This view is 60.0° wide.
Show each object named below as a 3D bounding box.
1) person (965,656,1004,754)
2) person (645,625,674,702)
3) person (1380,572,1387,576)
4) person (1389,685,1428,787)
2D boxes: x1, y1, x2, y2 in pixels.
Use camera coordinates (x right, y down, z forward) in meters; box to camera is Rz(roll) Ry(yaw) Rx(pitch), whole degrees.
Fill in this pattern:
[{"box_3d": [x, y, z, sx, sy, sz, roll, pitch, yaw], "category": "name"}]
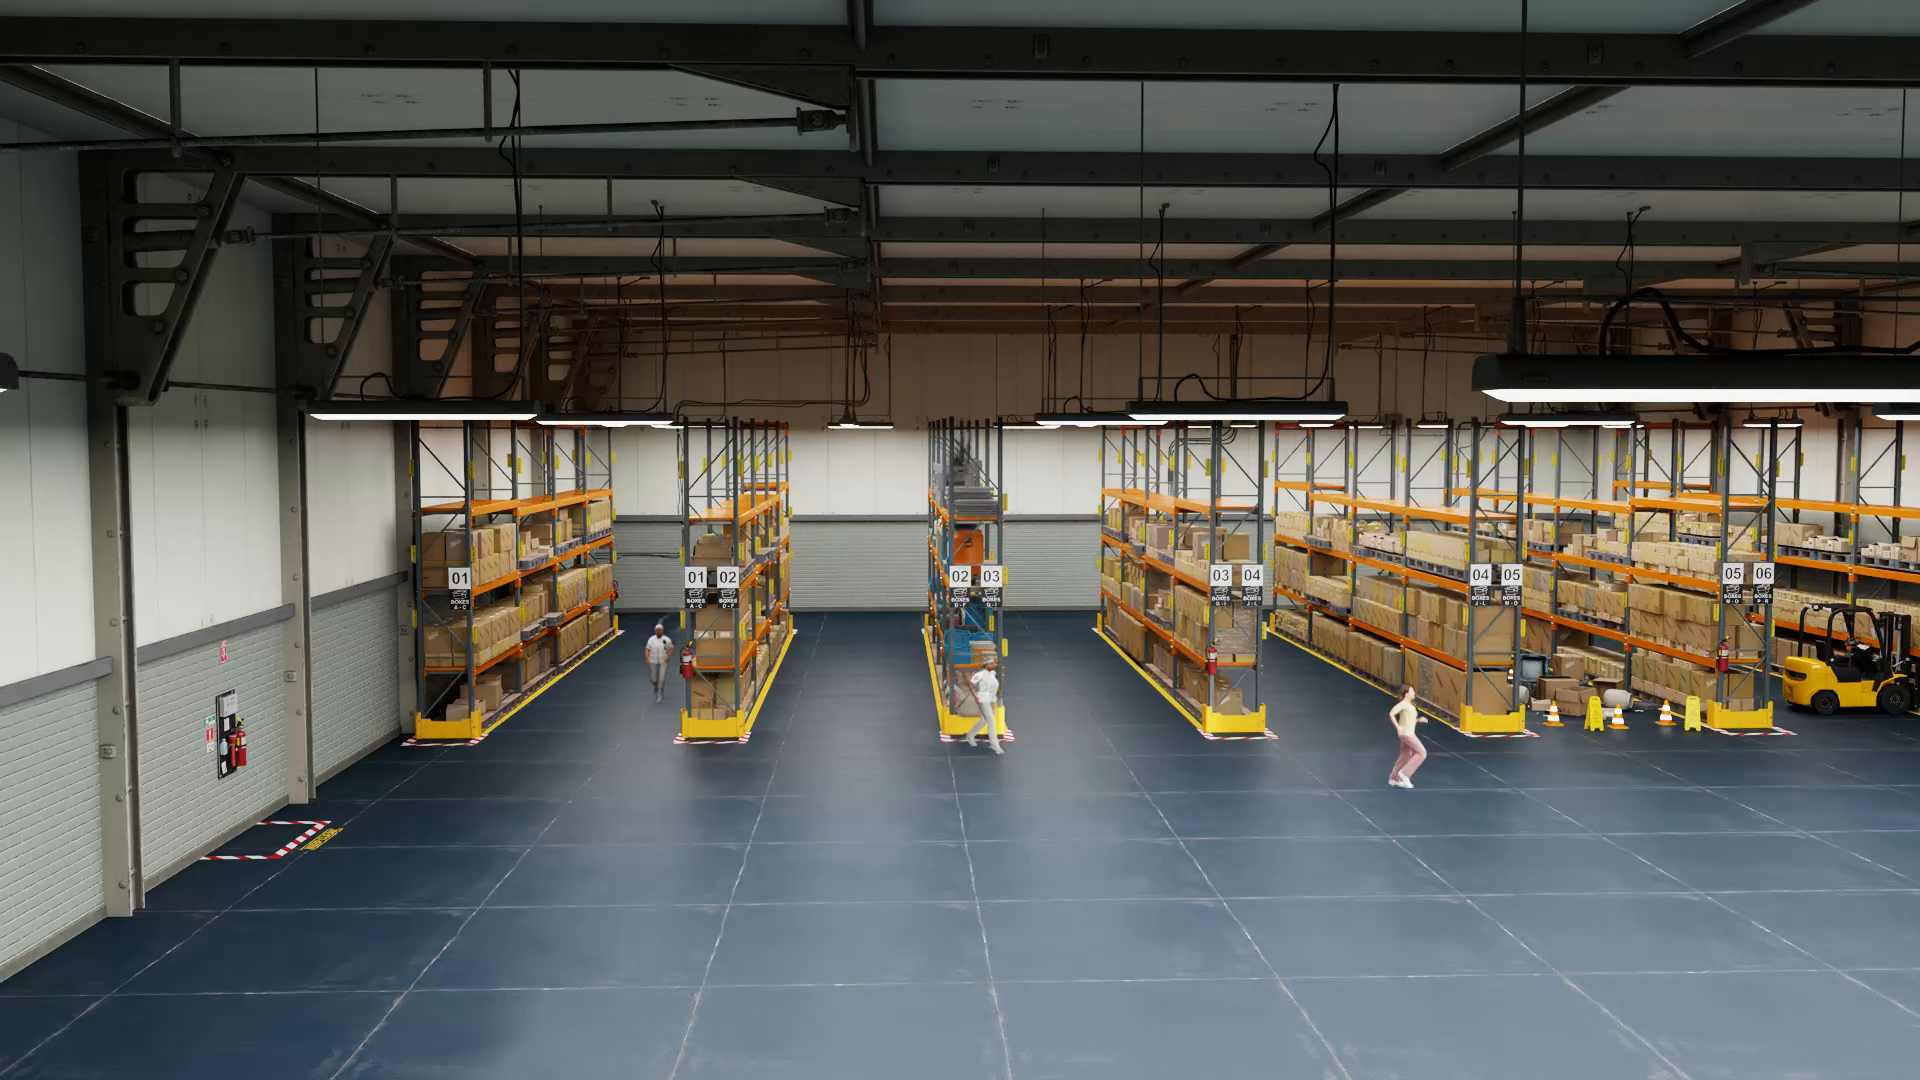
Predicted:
[{"box_3d": [0.476, 2.921, 29.828, 0.900, 1.714, 0.589, 2, 4, 33], "category": "person"}, {"box_3d": [-6.401, 2.613, 35.465, 0.615, 1.630, 0.587, 0, 4, -4], "category": "person"}, {"box_3d": [12.525, 1.736, 49.260, 0.600, 1.540, 0.565, 0, 4, 4], "category": "person"}, {"box_3d": [7.203, 3.139, 26.696, 0.599, 1.639, 0.565, 1, 4, 18], "category": "person"}]
